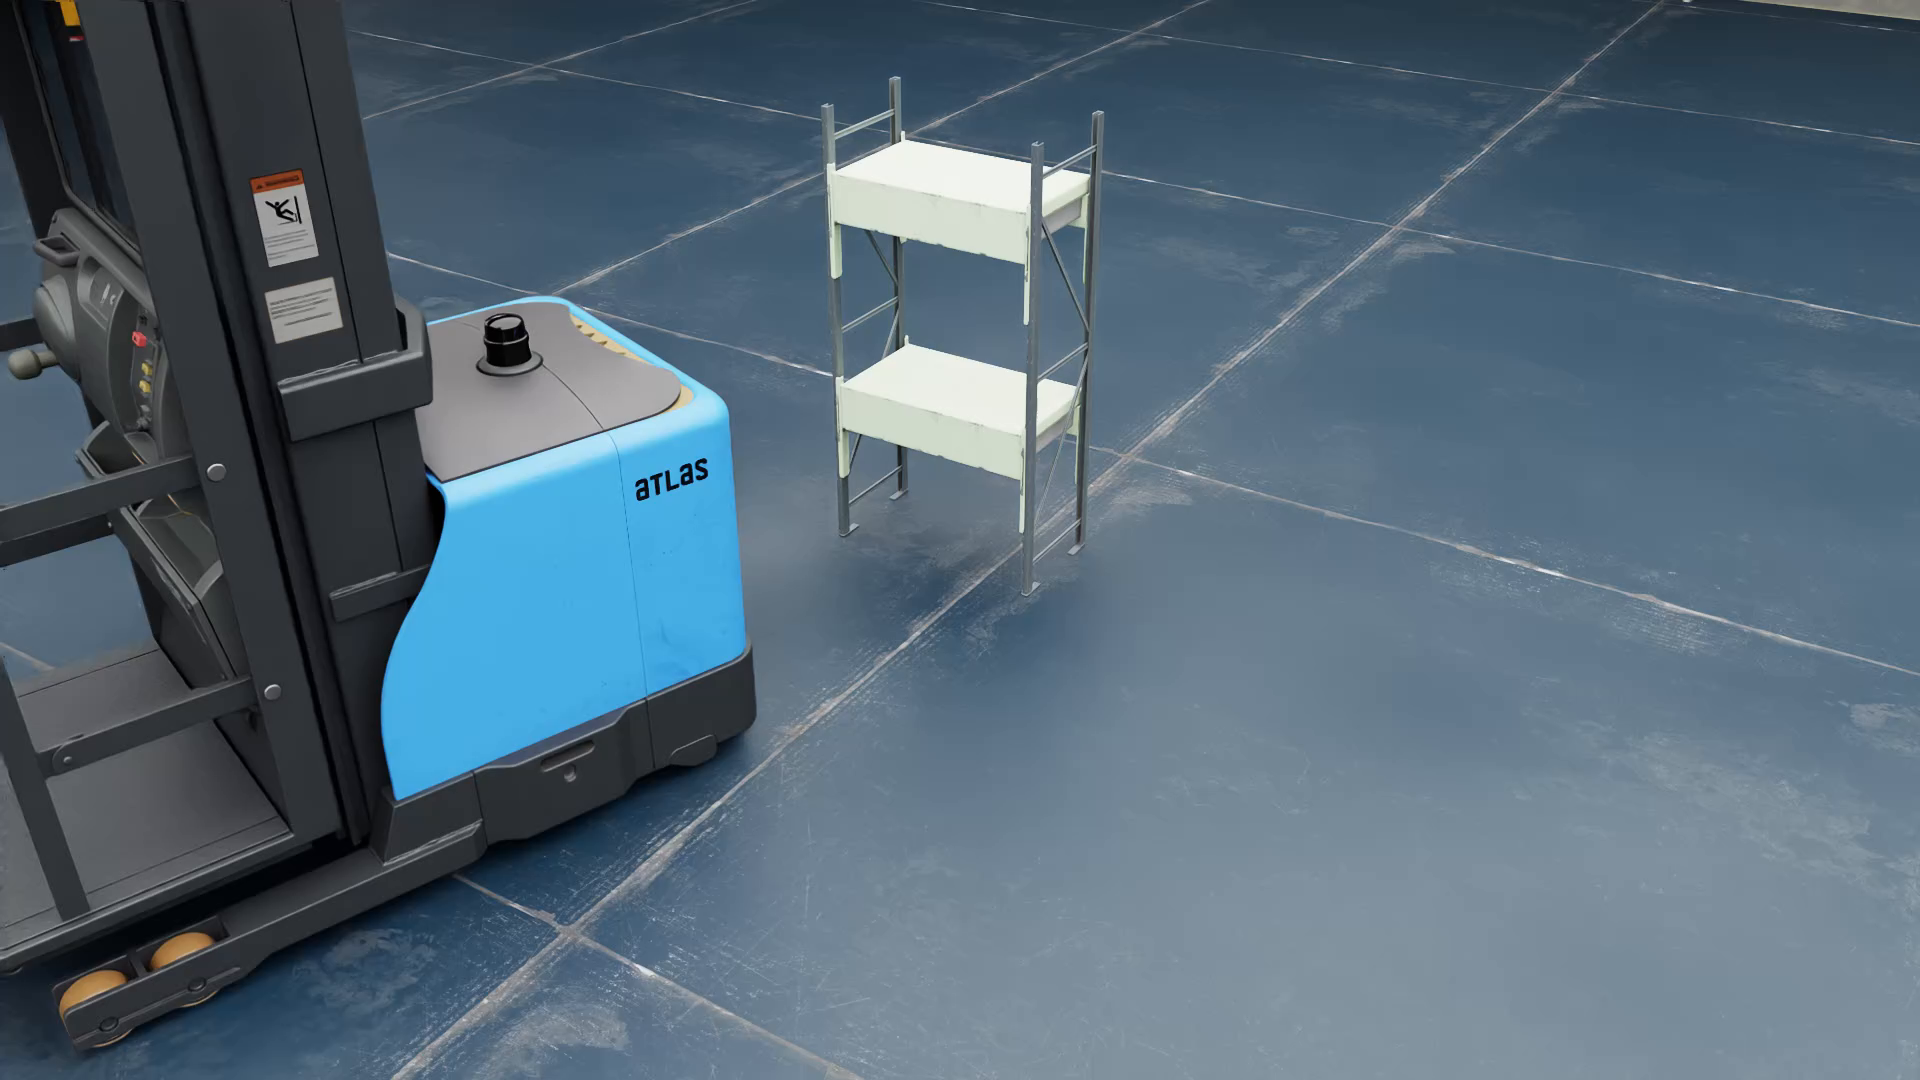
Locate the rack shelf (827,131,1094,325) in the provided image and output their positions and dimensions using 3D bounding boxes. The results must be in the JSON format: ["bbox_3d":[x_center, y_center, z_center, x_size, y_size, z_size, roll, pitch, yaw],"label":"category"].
[{"bbox_3d":[0.006,-0.983,5.172,0.720,0.370,0.431,18,35,27],"label":"rack shelf"}]

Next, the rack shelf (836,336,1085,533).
[{"bbox_3d":[0.006,-0.364,5.533,0.720,0.370,0.431,18,35,27],"label":"rack shelf"}]

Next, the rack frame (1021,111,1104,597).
[{"bbox_3d":[0.316,-0.548,5.201,0.023,1.500,0.400,18,35,27],"label":"rack frame"}]

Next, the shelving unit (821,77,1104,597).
[{"bbox_3d":[0.006,-0.646,5.369,0.755,1.500,0.431,18,35,27],"label":"shelving unit"}]

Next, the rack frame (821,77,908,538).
[{"bbox_3d":[-0.304,-0.744,5.537,0.023,1.500,0.400,18,35,27],"label":"rack frame"}]

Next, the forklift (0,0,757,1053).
[{"bbox_3d":[-2.043,-0.418,3.558,3.031,2.935,1.130,-22,37,-33],"label":"forklift"}]

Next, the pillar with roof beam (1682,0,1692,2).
[{"bbox_3d":[3.291,-6.341,7.690,0.400,9.000,9.100,18,35,27],"label":"pillar with roof beam"}]
